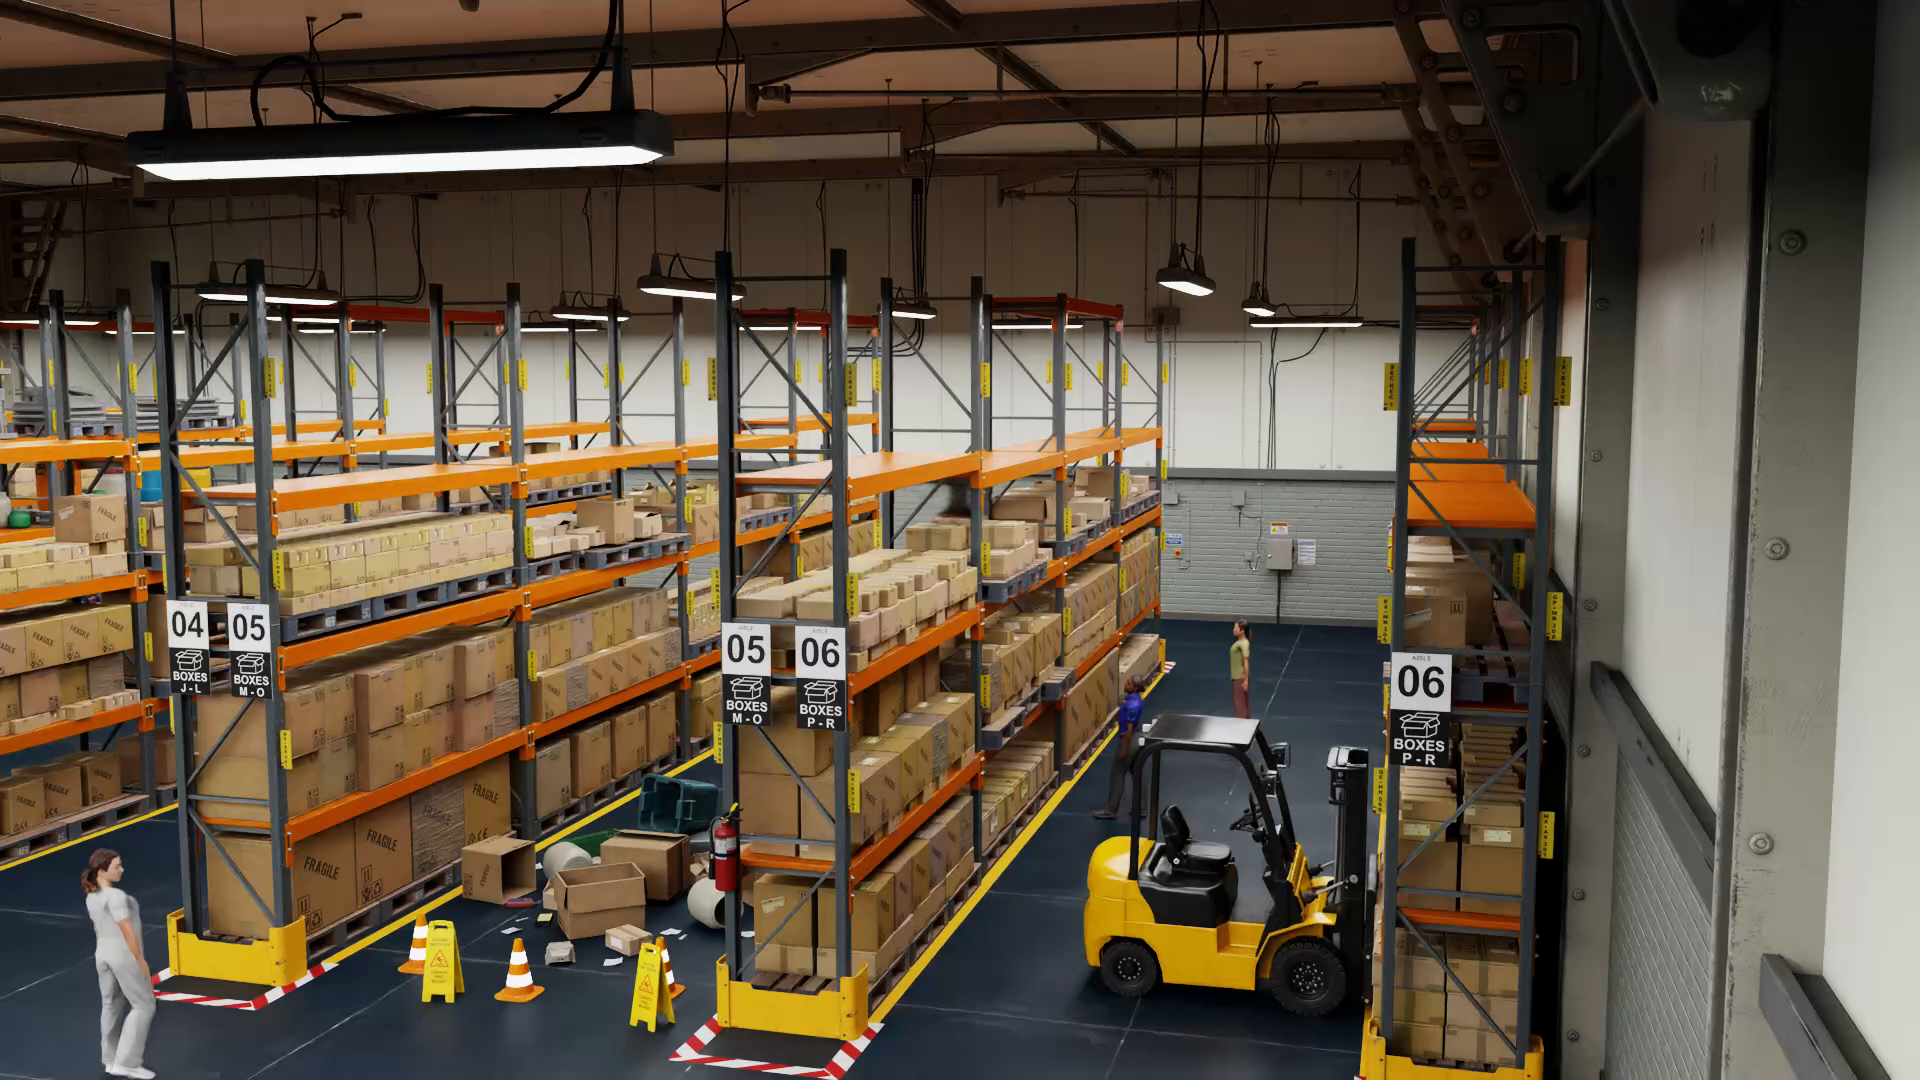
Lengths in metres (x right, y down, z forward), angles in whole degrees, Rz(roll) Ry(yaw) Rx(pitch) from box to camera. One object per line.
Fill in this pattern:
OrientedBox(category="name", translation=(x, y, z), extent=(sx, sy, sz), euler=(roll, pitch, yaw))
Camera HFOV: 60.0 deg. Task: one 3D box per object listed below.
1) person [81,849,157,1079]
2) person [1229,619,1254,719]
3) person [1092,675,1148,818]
OrientedBox(category="person", translation=(-6.103, 3.074, 12.046), extent=(0.571, 1.699, 0.368), euler=(3, 7, 28))
OrientedBox(category="person", translation=(3.856, 1.919, 22.838), extent=(0.340, 1.675, 0.519), euler=(1, 6, 14))
OrientedBox(category="person", translation=(1.857, 2.349, 19.011), extent=(0.580, 1.641, 0.525), euler=(3, 7, 27))
